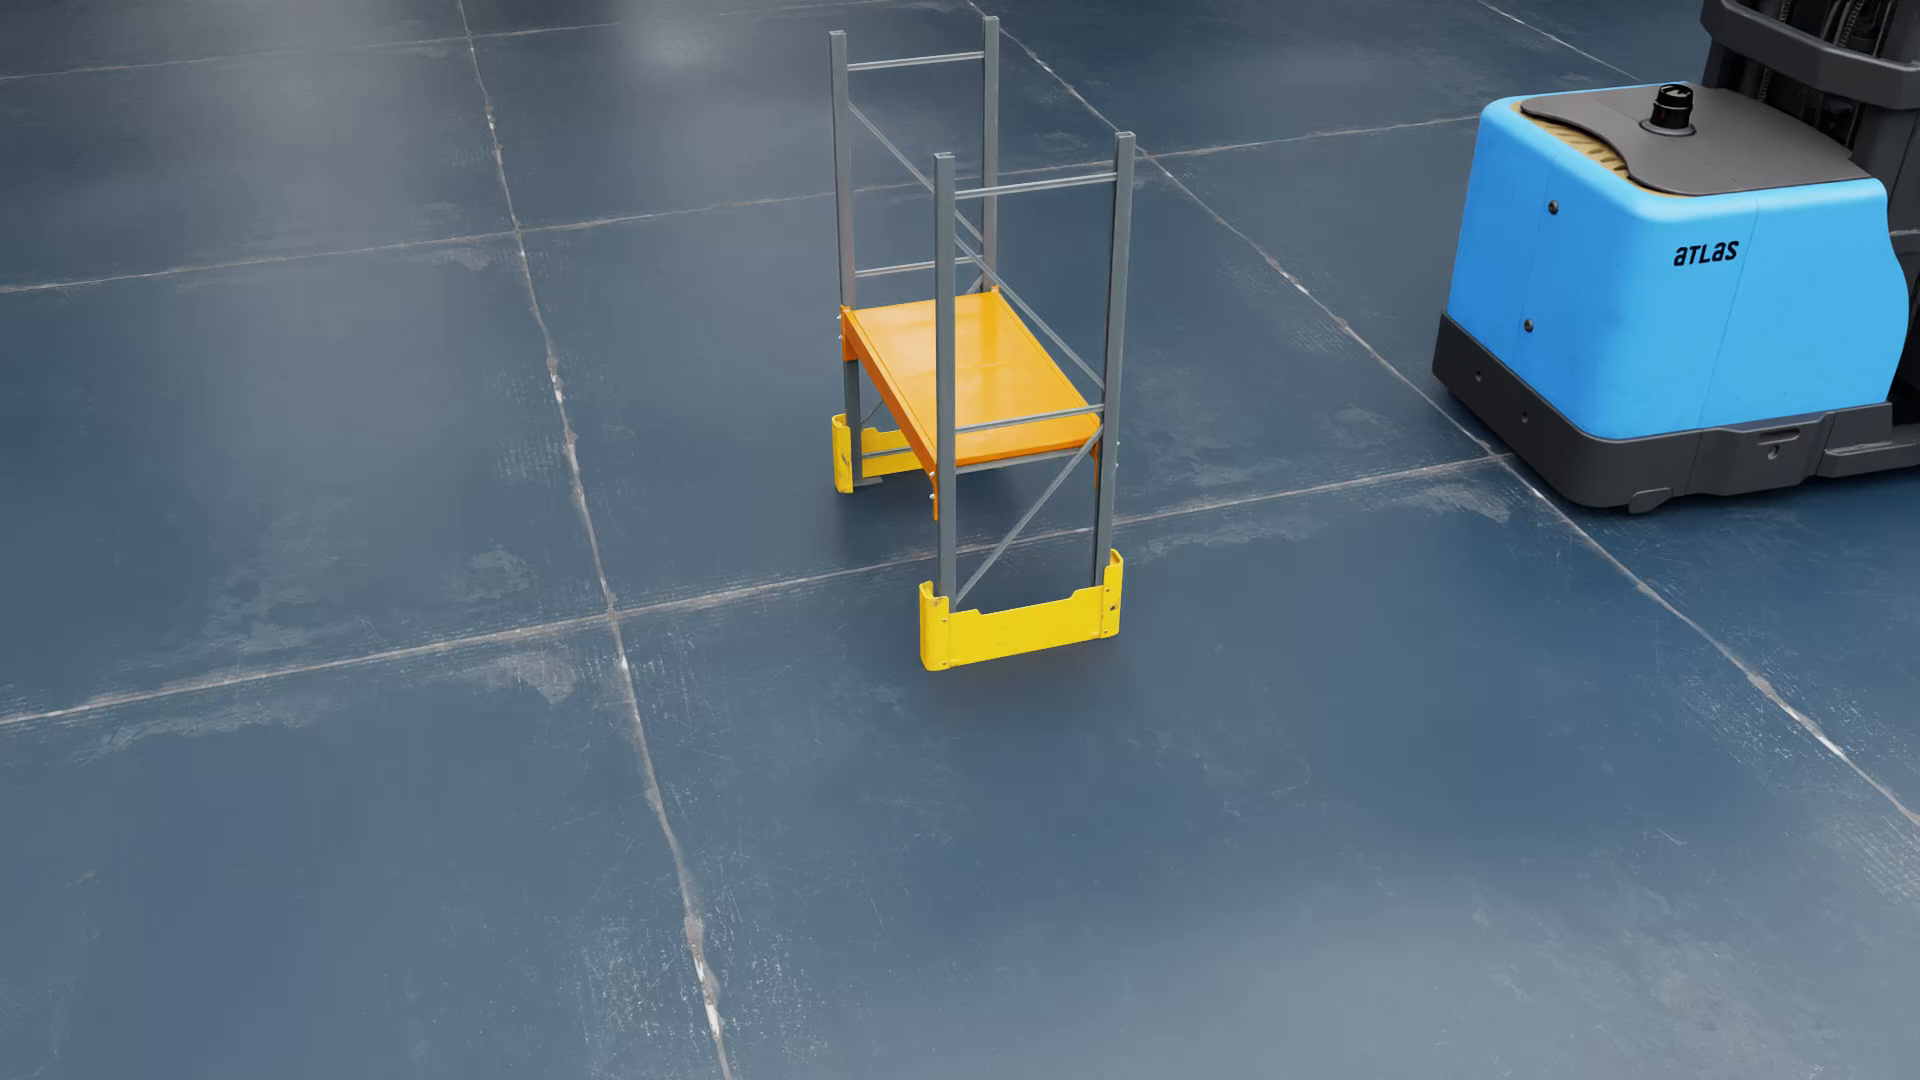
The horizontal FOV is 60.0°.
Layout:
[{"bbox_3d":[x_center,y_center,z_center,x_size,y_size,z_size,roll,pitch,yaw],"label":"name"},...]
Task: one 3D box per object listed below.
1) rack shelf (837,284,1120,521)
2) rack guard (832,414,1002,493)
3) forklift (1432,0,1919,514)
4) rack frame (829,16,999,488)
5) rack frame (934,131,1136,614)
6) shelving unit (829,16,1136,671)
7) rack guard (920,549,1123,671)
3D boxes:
[{"bbox_3d":[0.026,-0.431,4.868,0.538,0.185,1.000,-10,35,-15],"label":"rack shelf"},{"bbox_3d":[-0.129,-0.326,5.516,0.587,0.250,0.087,-10,35,-15],"label":"rack guard"},{"bbox_3d":[3.290,-1.743,5.229,3.031,2.935,1.130,-8,34,-12],"label":"forklift"},{"bbox_3d":[-0.129,-0.848,5.173,0.500,1.500,0.032,-10,35,-15],"label":"rack frame"},{"bbox_3d":[0.181,-0.314,4.365,0.500,1.500,0.032,-10,35,-15],"label":"rack frame"},{"bbox_3d":[0.023,-0.586,4.776,0.587,1.500,1.083,-10,35,-15],"label":"shelving unit"},{"bbox_3d":[0.175,0.197,4.725,0.587,0.250,0.087,-10,35,-15],"label":"rack guard"}]
